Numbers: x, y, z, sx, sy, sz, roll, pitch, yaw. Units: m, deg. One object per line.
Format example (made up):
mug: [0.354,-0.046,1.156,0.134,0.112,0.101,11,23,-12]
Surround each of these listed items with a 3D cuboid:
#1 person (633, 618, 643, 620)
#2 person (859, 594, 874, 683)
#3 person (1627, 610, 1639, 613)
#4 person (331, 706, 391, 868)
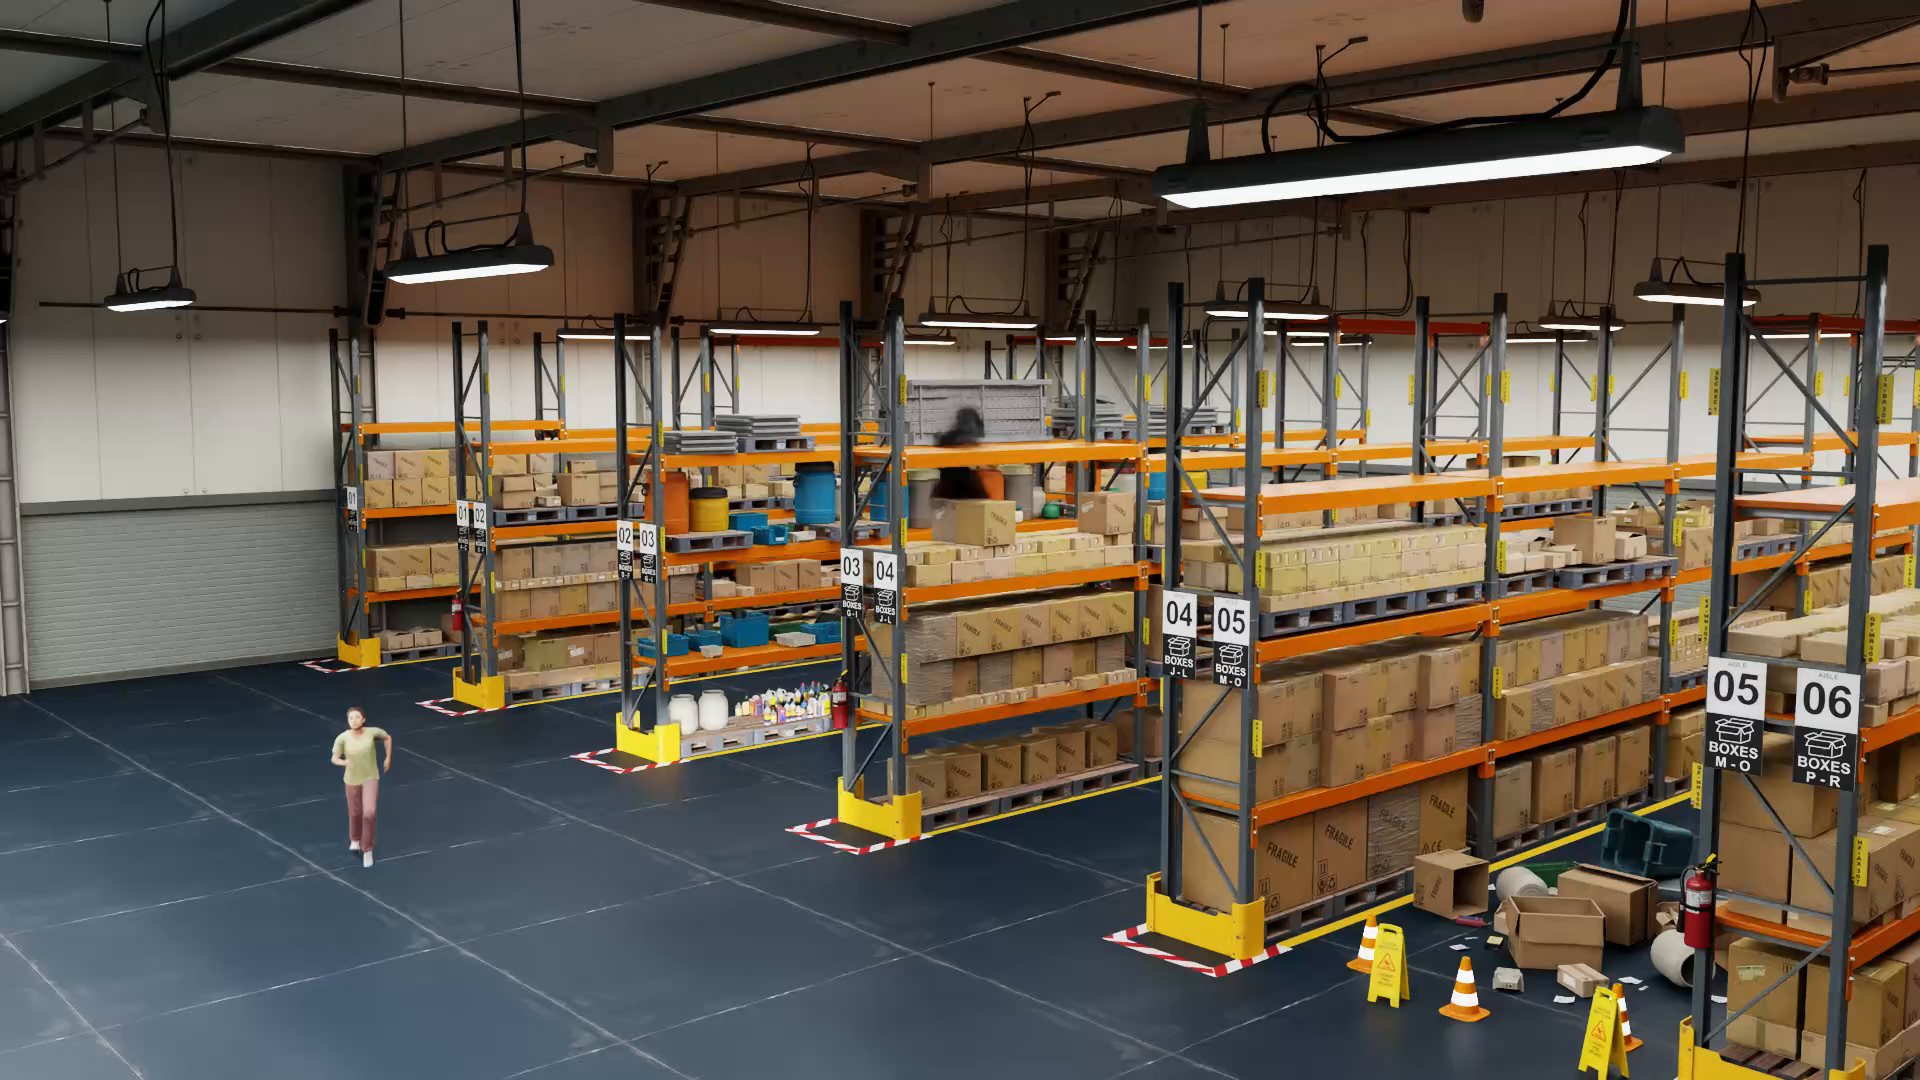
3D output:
person: [-5.884,1.289,29.902,0.980,1.787,0.659,-5,8,-43]
person: [-1.459,1.552,27.879,0.562,1.721,0.885,4,7,37]
person: [9.736,1.908,24.136,0.882,1.799,0.656,-4,7,-38]
person: [-6.362,2.590,17.703,0.581,1.697,0.857,-1,6,-15]
